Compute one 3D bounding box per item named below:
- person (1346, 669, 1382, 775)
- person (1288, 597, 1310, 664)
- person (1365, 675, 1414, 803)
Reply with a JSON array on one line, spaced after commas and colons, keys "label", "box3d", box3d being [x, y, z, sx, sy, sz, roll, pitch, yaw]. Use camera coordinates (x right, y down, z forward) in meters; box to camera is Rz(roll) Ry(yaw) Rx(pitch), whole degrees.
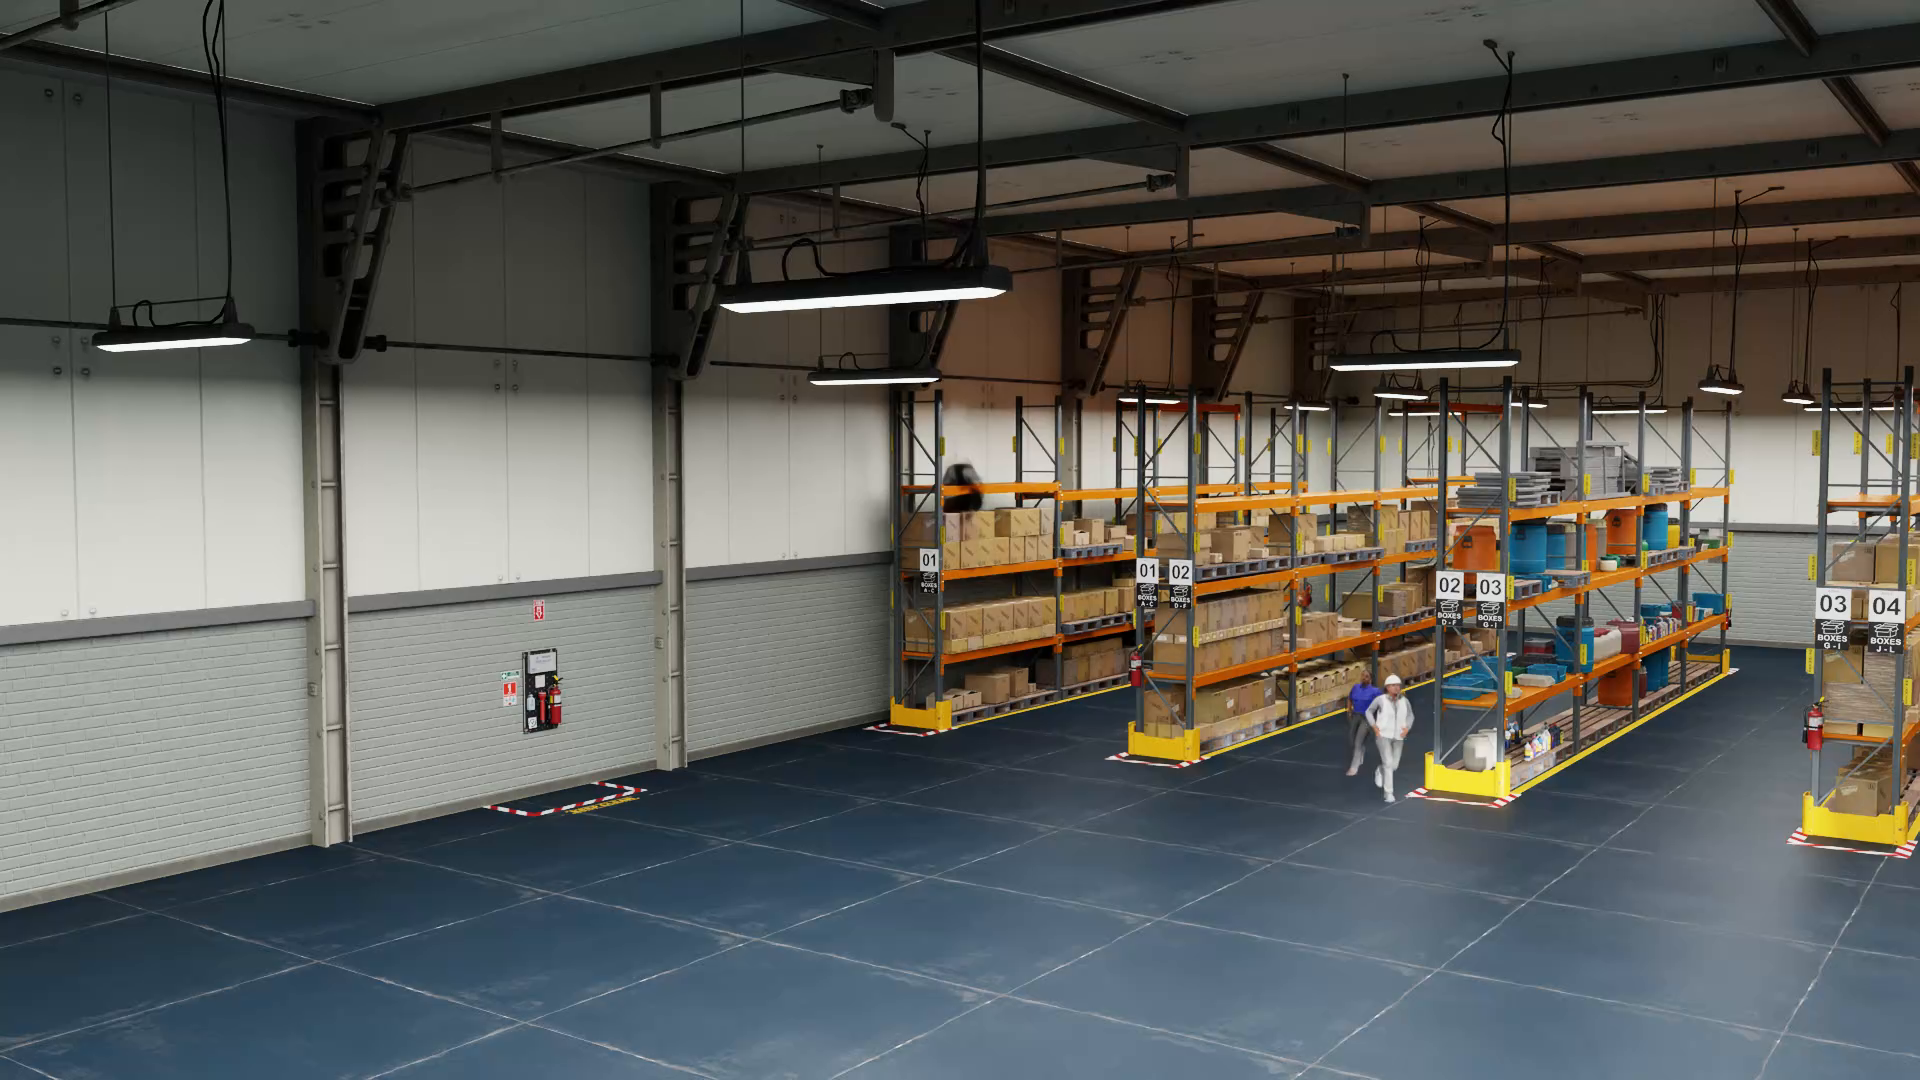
[{"label": "person", "box3d": [6.219, 2.778, 25.499, 0.602, 1.623, 0.659, 2, 4, 35]}, {"label": "person", "box3d": [7.456, 2.105, 36.561, 0.662, 1.720, 0.864, 2, 4, 31]}, {"label": "person", "box3d": [6.139, 2.803, 23.764, 0.682, 1.773, 0.848, 0, 3, -8]}]
